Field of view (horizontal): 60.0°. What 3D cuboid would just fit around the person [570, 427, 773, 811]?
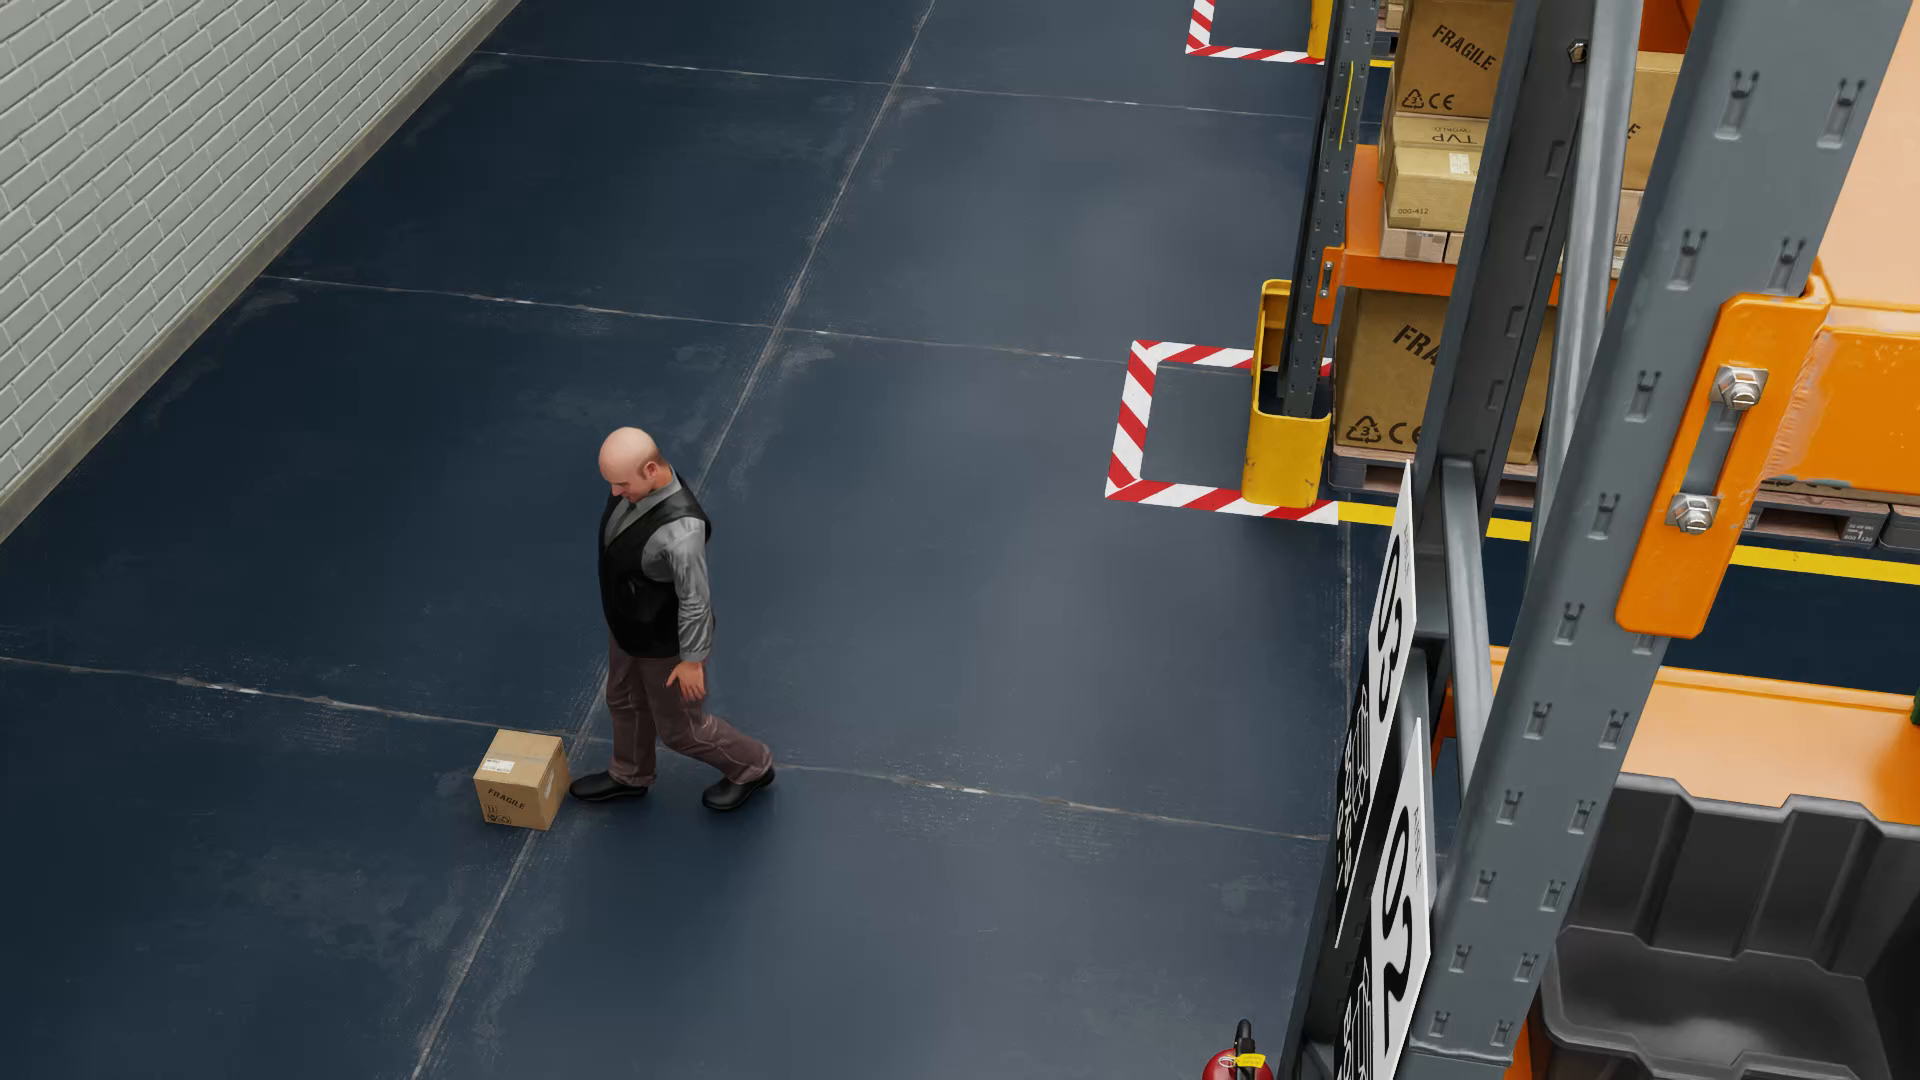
[{"bbox_3d":[-1.092,0.323,5.795,0.716,1.698,0.562,-17,43,-19],"label":"person"}]
